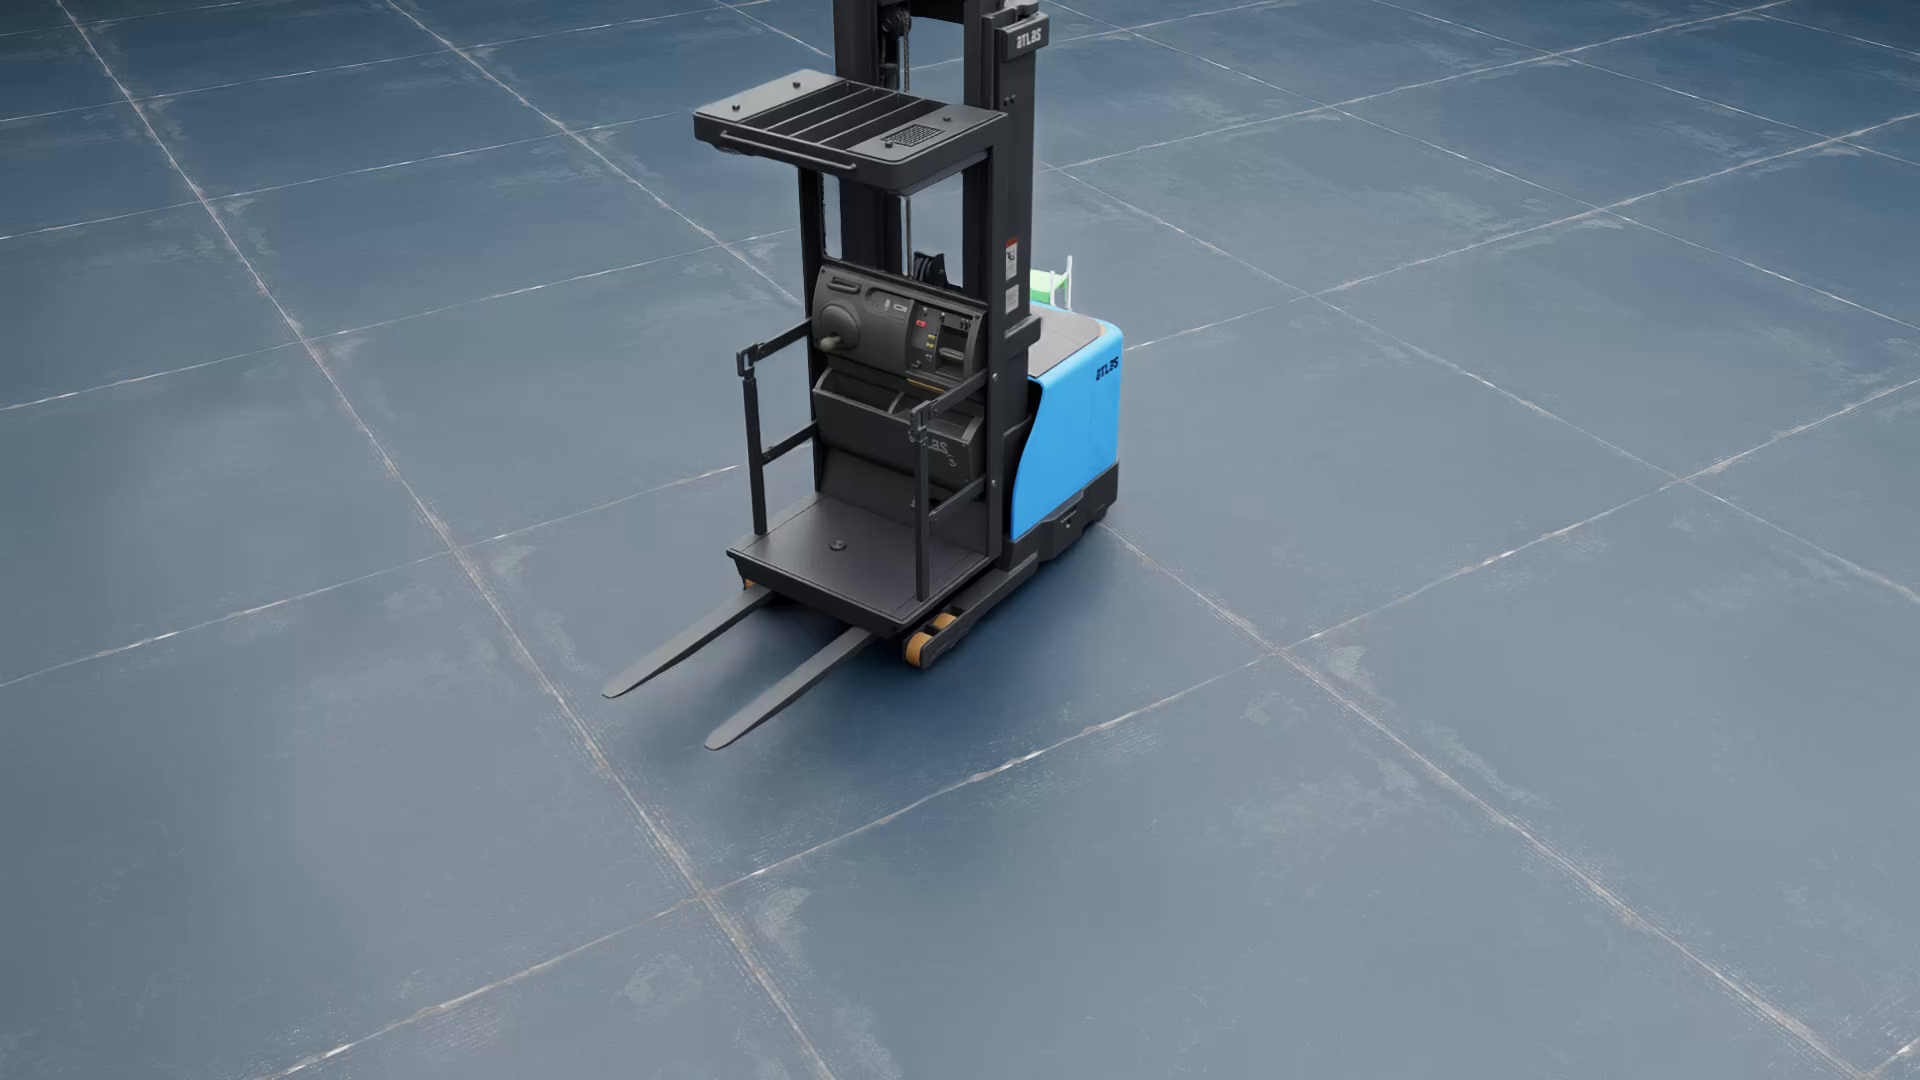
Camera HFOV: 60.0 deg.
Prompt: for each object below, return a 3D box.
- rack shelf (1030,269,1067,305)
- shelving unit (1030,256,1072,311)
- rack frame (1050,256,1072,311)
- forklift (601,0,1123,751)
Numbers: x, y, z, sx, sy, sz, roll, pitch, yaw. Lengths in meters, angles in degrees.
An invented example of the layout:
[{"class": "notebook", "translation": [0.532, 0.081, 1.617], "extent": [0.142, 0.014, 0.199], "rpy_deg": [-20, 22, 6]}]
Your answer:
[{"class": "rack shelf", "translation": [0.320, -1.369, 9.015], "extent": [0.480, 0.148, 0.258], "rpy_deg": [16, 35, 23]}, {"class": "shelving unit", "translation": [0.320, -1.016, 9.236], "extent": [0.503, 1.200, 0.258], "rpy_deg": [16, 35, 23]}, {"class": "rack frame", "translation": [0.536, -0.956, 9.141], "extent": [0.015, 1.200, 0.240], "rpy_deg": [16, 35, 23]}, {"class": "forklift", "translation": [-0.418, -0.933, 7.482], "extent": [1.130, 2.935, 3.031], "rpy_deg": [21, 38, 30]}]
